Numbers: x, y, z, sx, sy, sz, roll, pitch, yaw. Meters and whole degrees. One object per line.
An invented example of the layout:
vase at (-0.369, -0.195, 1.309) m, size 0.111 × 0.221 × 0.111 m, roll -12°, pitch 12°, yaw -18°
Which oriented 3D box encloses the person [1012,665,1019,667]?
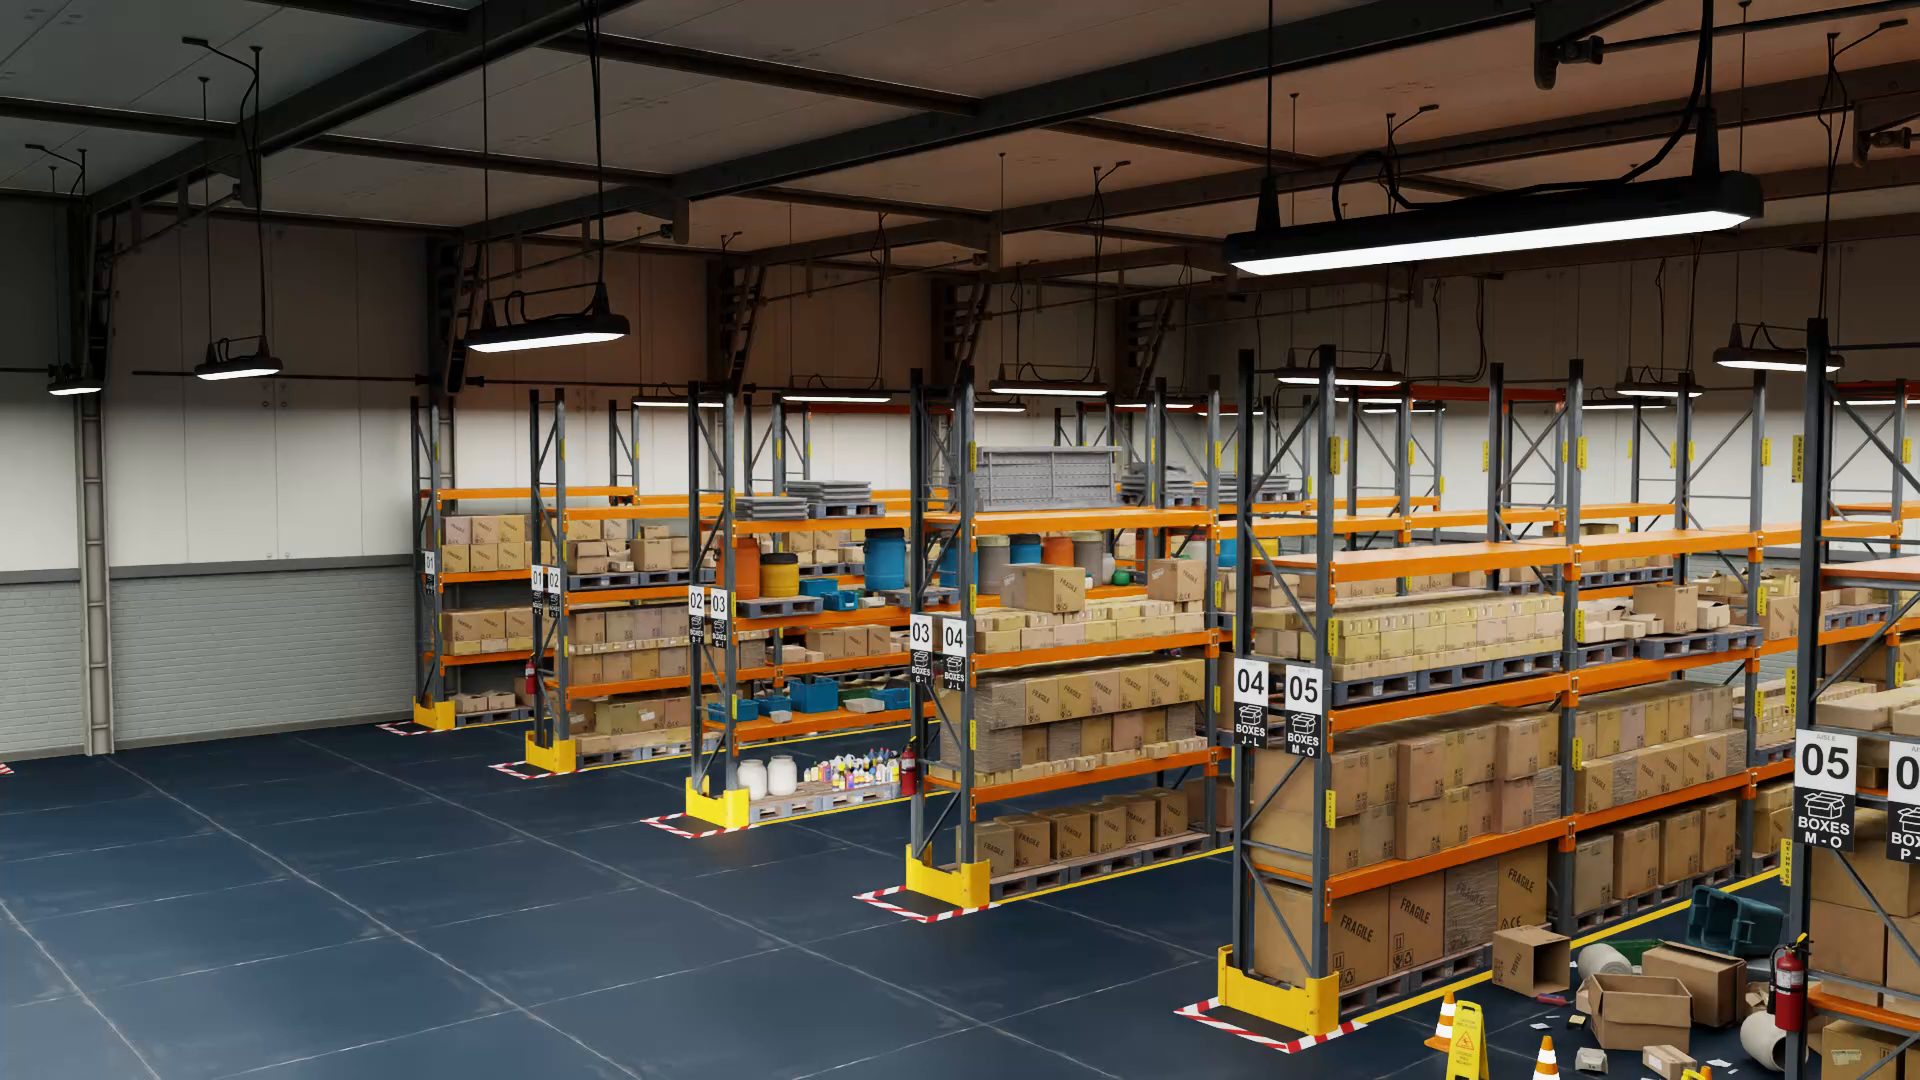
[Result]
person at (0.806, 2.742, 27.148) m, size 1.049 × 1.605 × 0.509 m, roll 0°, pitch 3°, yaw -2°
